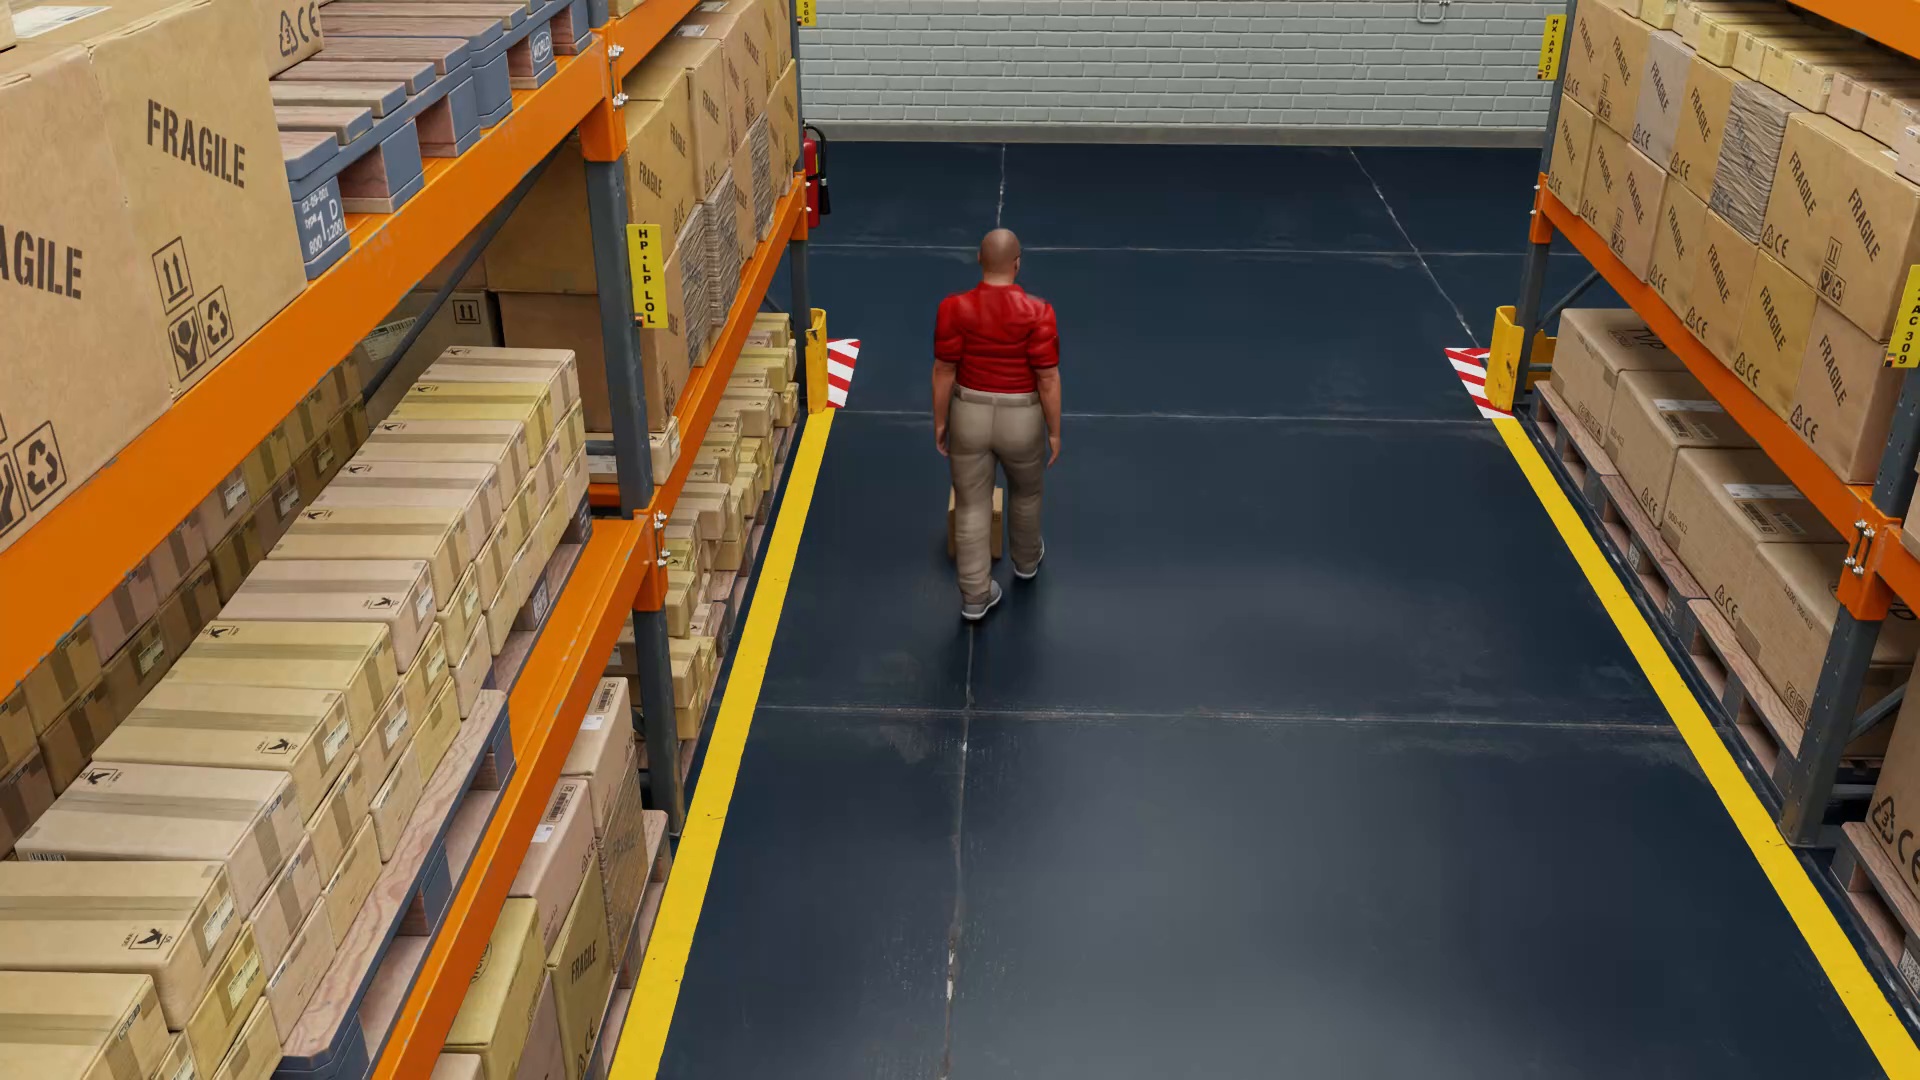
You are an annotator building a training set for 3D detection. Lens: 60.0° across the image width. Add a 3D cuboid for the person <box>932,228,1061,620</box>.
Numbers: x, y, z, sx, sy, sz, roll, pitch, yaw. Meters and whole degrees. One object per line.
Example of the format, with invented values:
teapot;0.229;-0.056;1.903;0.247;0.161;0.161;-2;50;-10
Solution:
person;0.175;-0.557;7.186;0.553;1.713;0.731;3;28;6
